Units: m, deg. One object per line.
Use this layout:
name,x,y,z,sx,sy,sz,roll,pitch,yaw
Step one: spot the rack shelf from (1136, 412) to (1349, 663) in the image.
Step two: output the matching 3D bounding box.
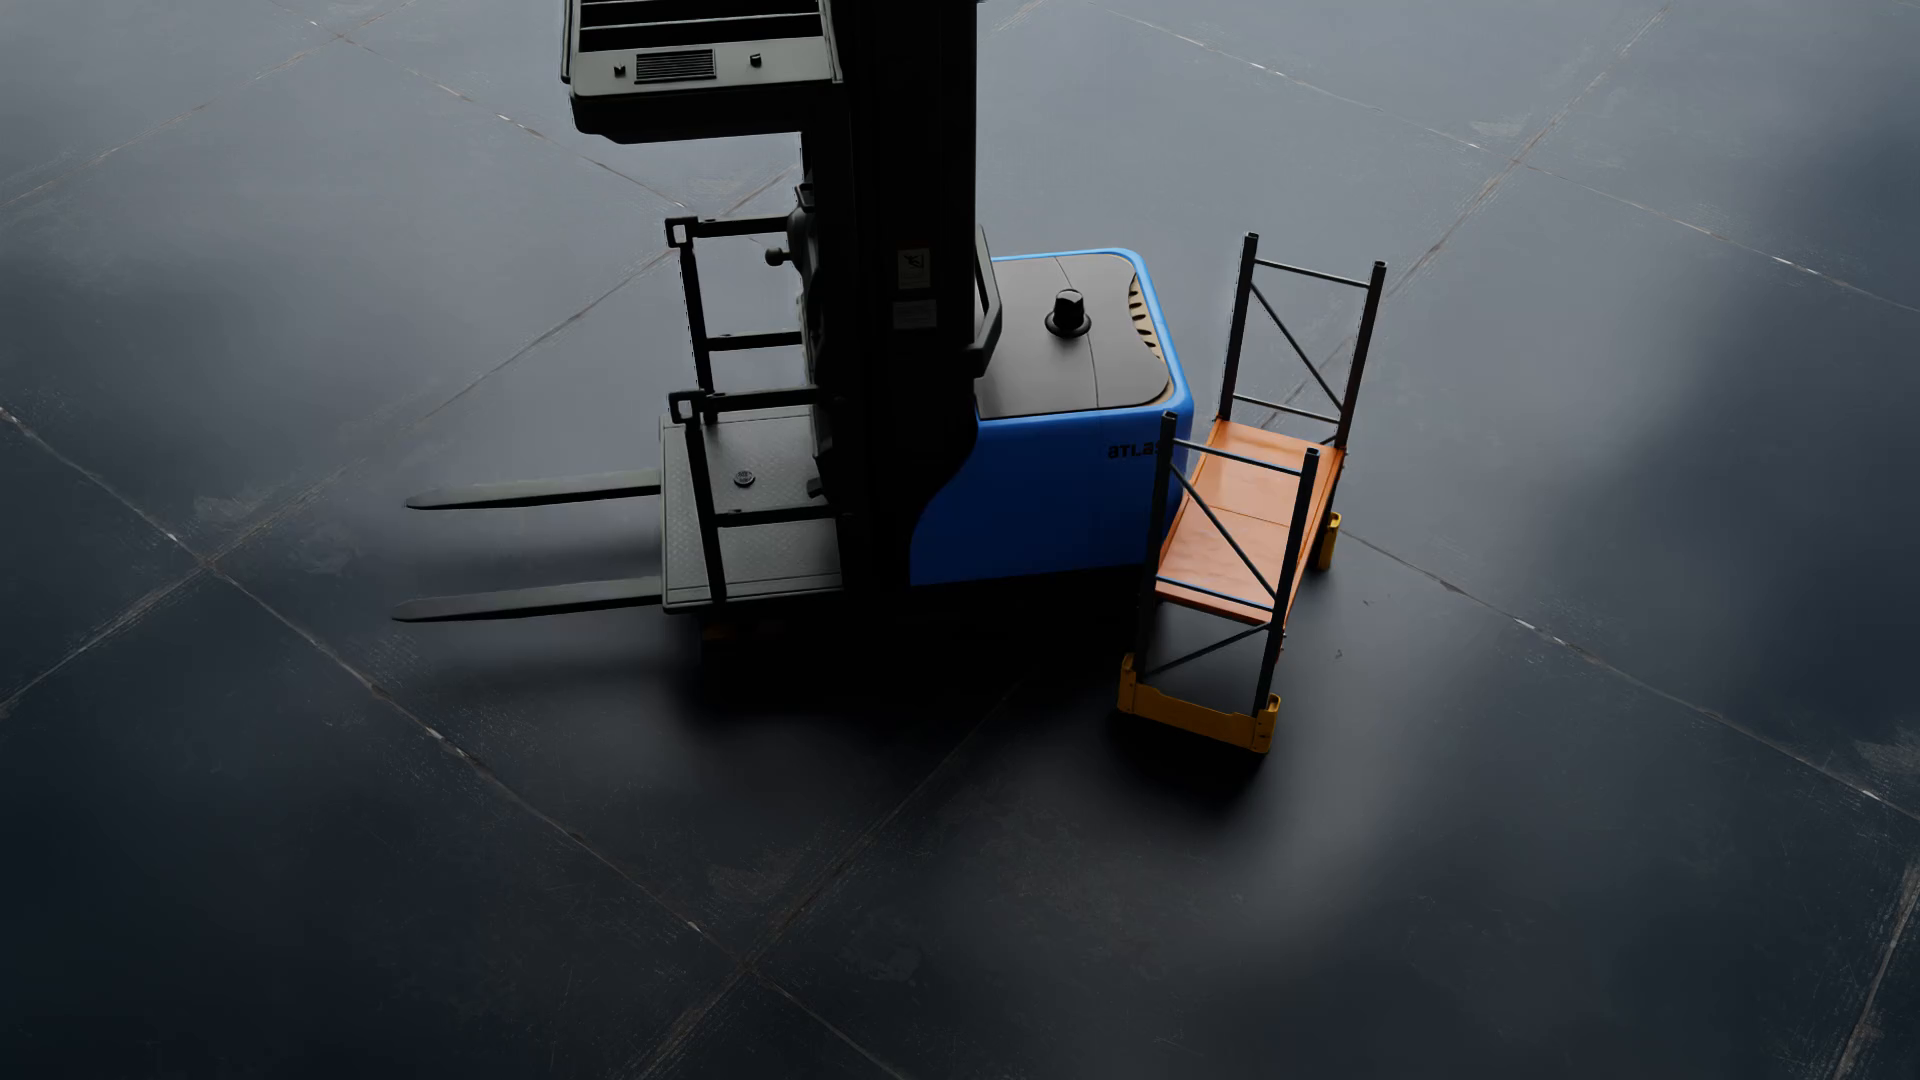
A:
rack shelf,1.058,-0.032,6.157,0.538,0.185,1.000,16,48,15

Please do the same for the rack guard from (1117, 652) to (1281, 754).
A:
rack guard,0.878,0.604,6.165,0.587,0.250,0.087,16,48,15

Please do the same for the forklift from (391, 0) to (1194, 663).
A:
forklift,-0.706,-0.944,5.789,3.031,2.935,1.130,-6,47,-5

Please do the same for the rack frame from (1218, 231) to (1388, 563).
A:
rack frame,1.244,-0.498,6.354,0.500,1.500,0.032,16,48,15

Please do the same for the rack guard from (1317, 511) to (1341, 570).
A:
rack guard,1.244,-0.066,6.805,0.587,0.250,0.087,16,48,15

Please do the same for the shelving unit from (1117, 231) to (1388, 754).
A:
shelving unit,1.061,-0.163,6.033,0.587,1.500,1.083,16,48,15

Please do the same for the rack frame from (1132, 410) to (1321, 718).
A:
rack frame,0.871,0.186,5.700,0.500,1.500,0.032,16,48,15
